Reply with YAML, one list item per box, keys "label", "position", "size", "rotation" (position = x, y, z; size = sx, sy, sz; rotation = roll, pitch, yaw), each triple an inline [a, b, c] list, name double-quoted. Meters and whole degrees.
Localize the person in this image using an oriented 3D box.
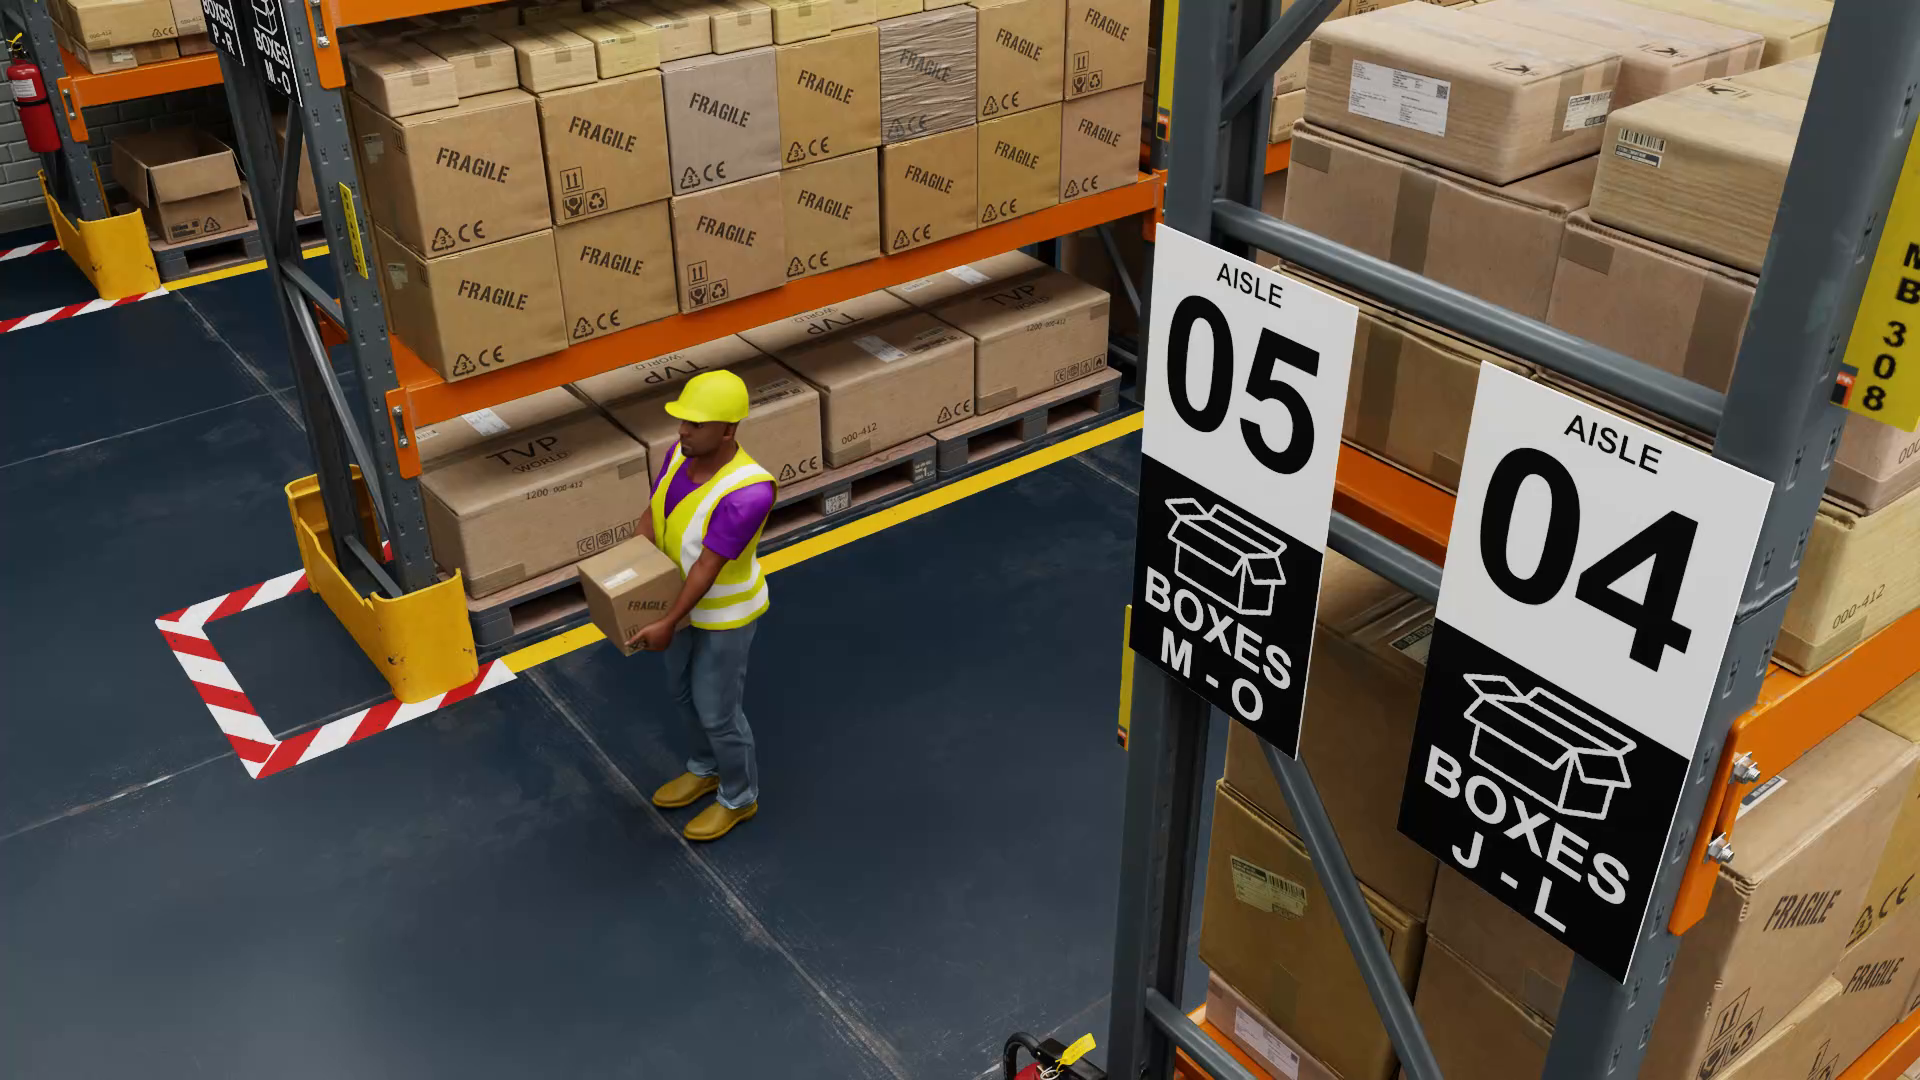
- label: "person"
  position: [-0.930, 0.261, 5.702]
  size: [0.587, 1.760, 0.503]
  rotation: [-22, 38, -31]
